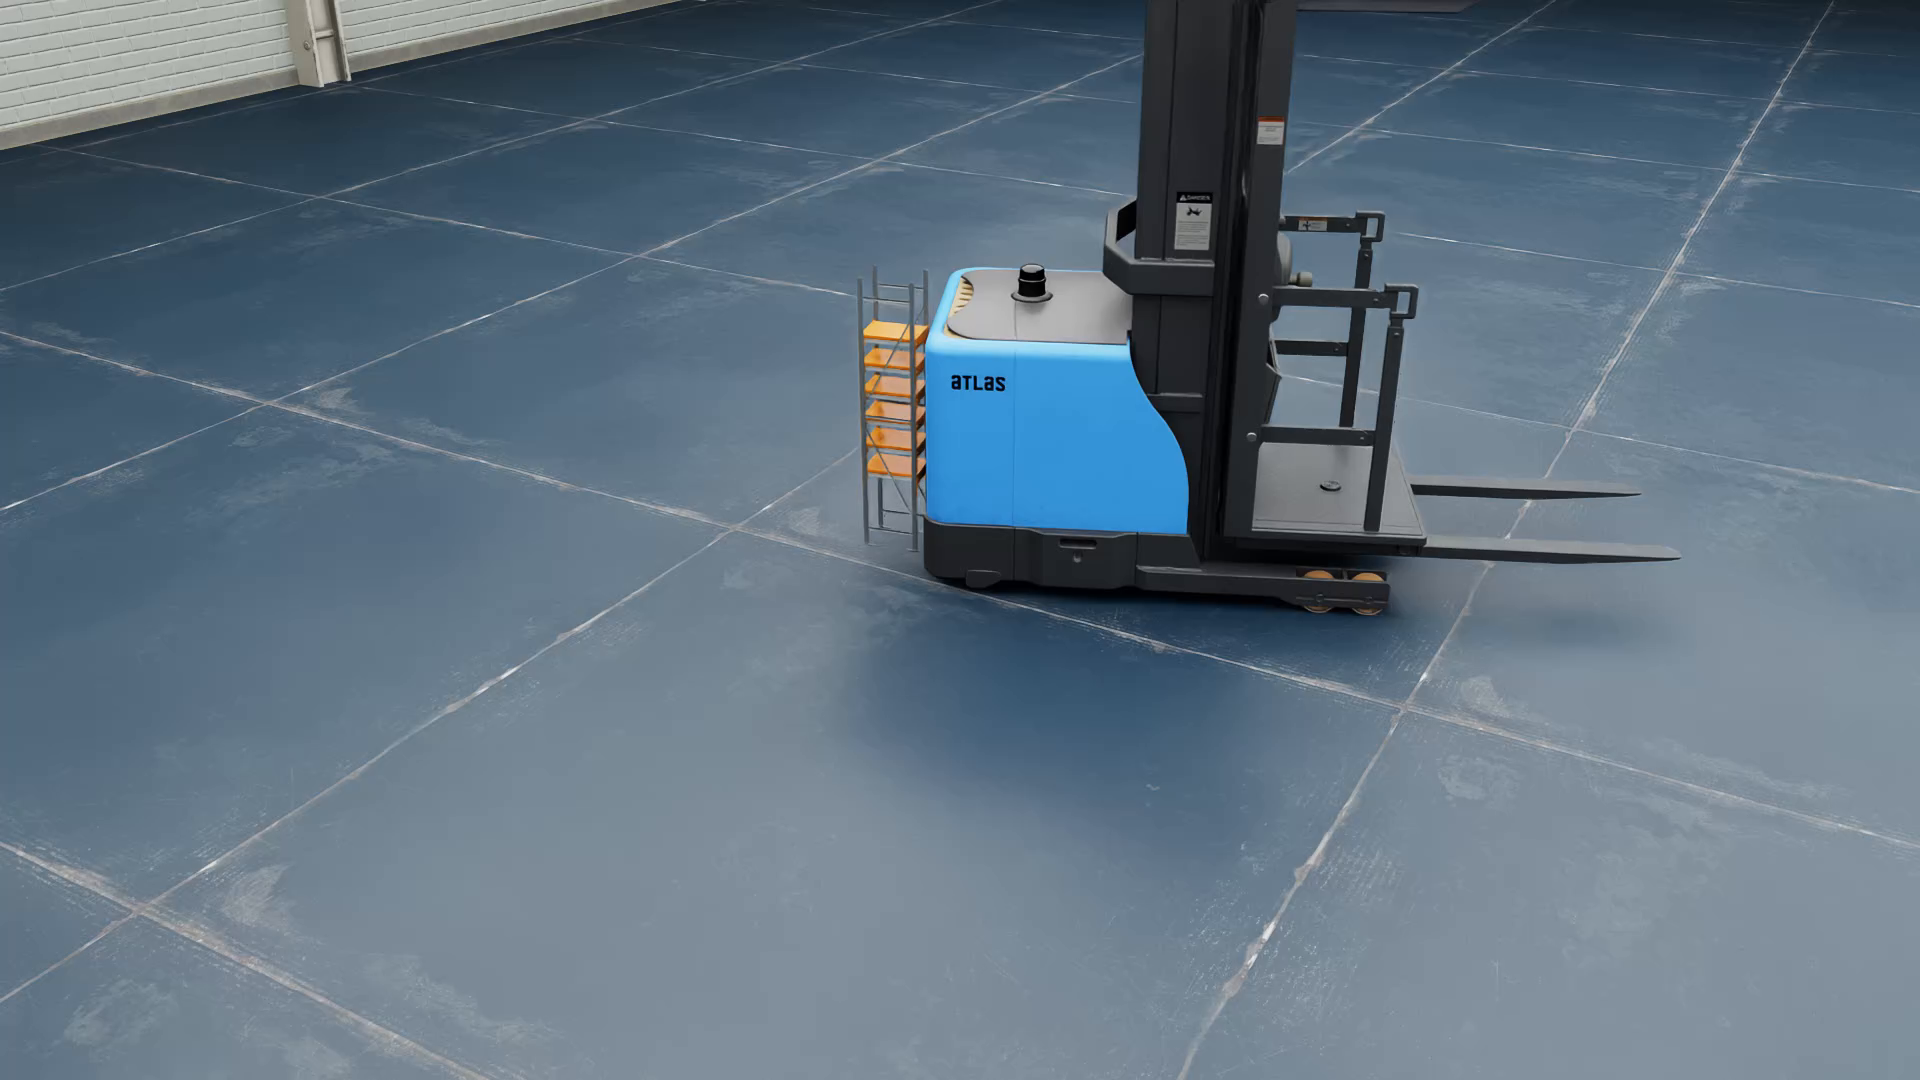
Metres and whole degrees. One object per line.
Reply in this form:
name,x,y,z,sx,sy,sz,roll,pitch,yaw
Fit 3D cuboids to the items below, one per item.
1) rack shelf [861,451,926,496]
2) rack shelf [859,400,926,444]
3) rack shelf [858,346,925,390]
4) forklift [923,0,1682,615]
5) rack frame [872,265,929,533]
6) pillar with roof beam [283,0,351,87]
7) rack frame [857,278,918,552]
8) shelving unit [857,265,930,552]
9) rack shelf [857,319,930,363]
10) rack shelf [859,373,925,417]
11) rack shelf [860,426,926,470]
rack shelf,-0.272,-0.285,7.113,0.258,0.103,0.180,8,28,15
rack shelf,-0.272,-0.499,7.006,0.258,0.103,0.180,8,28,15
rack shelf,-0.272,-0.714,6.899,0.258,0.103,0.180,8,28,15
forklift,1.401,-1.261,6.495,3.031,2.935,1.130,3,27,5
rack frame,-0.245,-0.578,7.064,0.240,1.200,0.006,8,28,15
pillar with roof beam,-2.410,-7.515,12.210,9.100,9.000,0.400,14,30,26
rack frame,-0.298,-0.500,6.908,0.240,1.200,0.006,8,28,15
shelving unit,-0.272,-0.539,6.986,0.258,1.200,0.189,8,28,15
rack shelf,-0.272,-0.821,6.845,0.258,0.103,0.180,8,28,15
rack shelf,-0.272,-0.606,6.952,0.258,0.103,0.180,8,28,15
rack shelf,-0.272,-0.392,7.060,0.258,0.103,0.180,8,28,15
